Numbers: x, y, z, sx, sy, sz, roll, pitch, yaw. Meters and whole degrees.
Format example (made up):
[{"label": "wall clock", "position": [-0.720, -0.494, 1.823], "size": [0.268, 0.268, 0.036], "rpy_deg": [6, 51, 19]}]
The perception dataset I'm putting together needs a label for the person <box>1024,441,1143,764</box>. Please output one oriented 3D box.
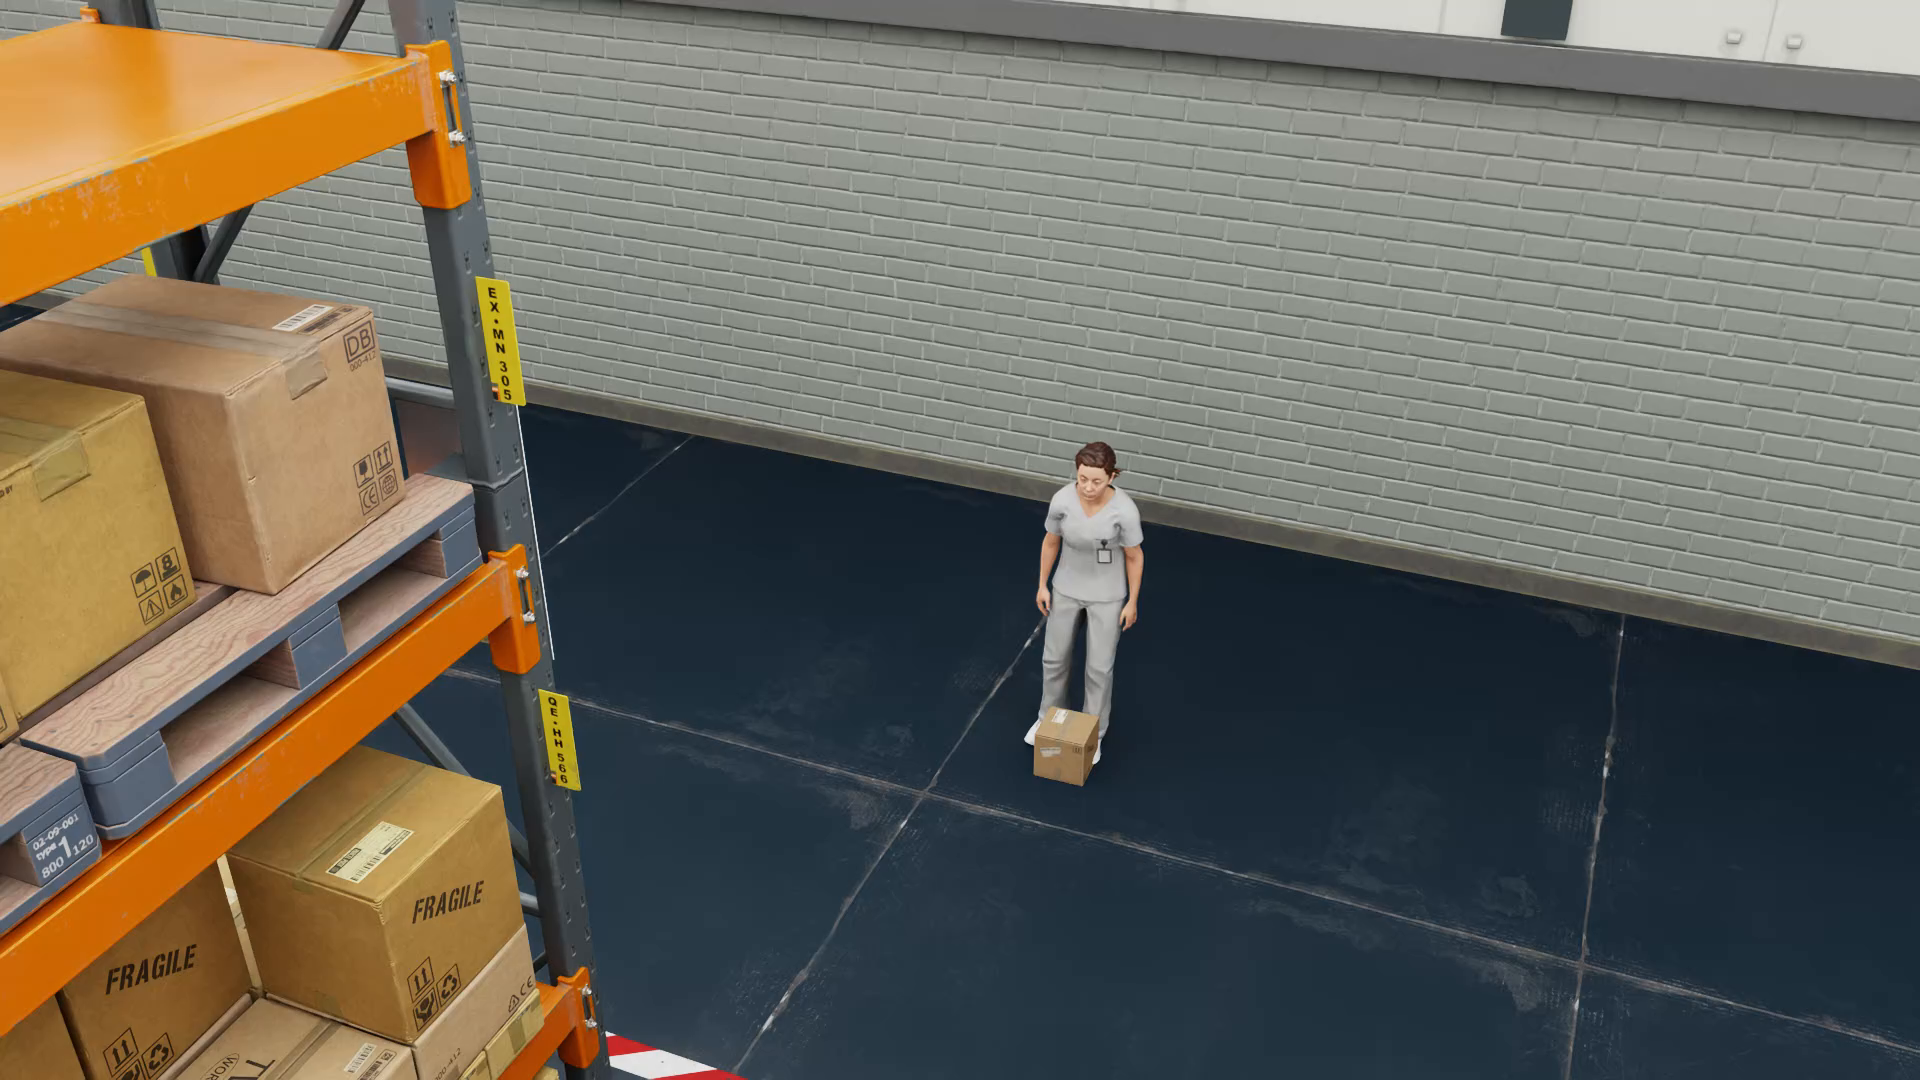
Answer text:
[{"label": "person", "position": [0.596, 0.281, 7.902], "size": [0.511, 1.673, 0.407], "rpy_deg": [10, 31, 17]}]
